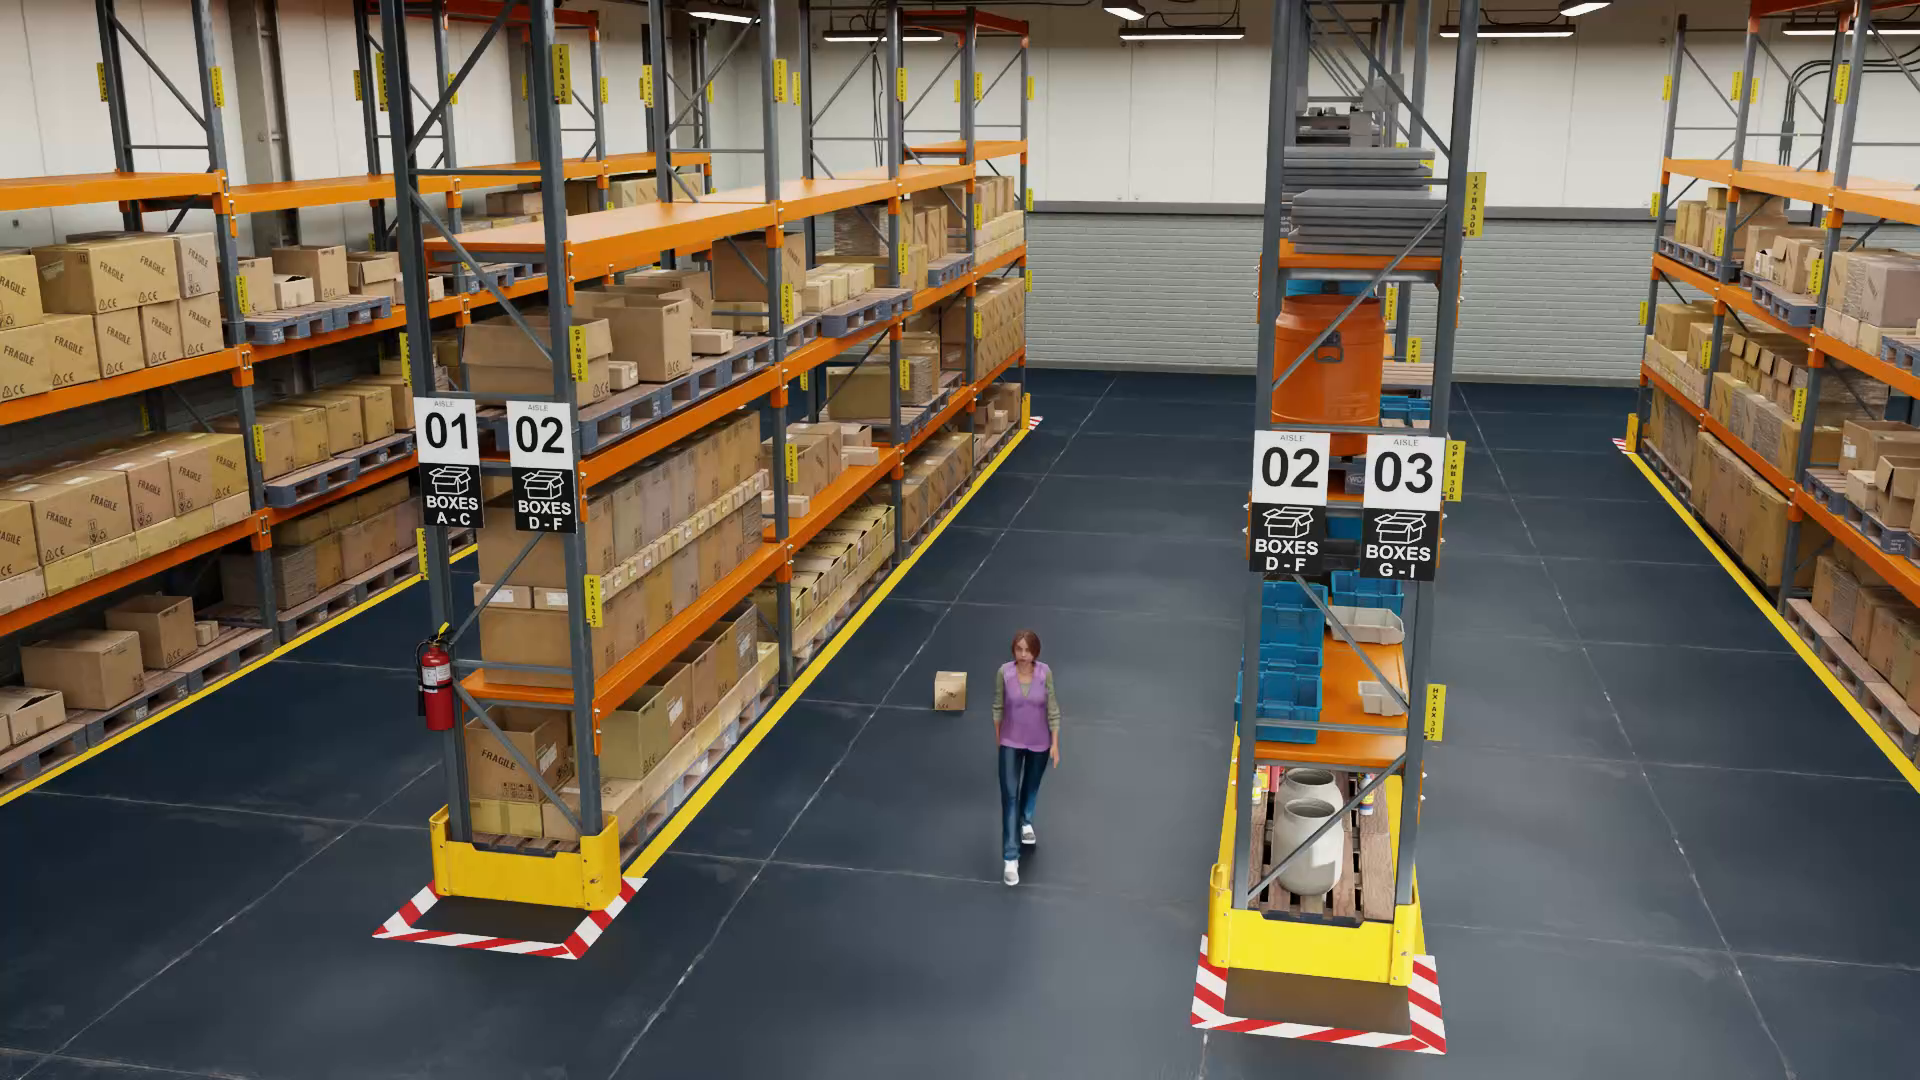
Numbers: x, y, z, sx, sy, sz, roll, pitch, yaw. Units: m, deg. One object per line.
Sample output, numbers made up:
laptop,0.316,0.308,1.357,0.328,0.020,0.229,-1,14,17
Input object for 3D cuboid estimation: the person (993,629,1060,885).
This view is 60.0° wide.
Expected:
person,0.439,1.360,10.881,0.433,1.564,0.858,-1,15,-2
